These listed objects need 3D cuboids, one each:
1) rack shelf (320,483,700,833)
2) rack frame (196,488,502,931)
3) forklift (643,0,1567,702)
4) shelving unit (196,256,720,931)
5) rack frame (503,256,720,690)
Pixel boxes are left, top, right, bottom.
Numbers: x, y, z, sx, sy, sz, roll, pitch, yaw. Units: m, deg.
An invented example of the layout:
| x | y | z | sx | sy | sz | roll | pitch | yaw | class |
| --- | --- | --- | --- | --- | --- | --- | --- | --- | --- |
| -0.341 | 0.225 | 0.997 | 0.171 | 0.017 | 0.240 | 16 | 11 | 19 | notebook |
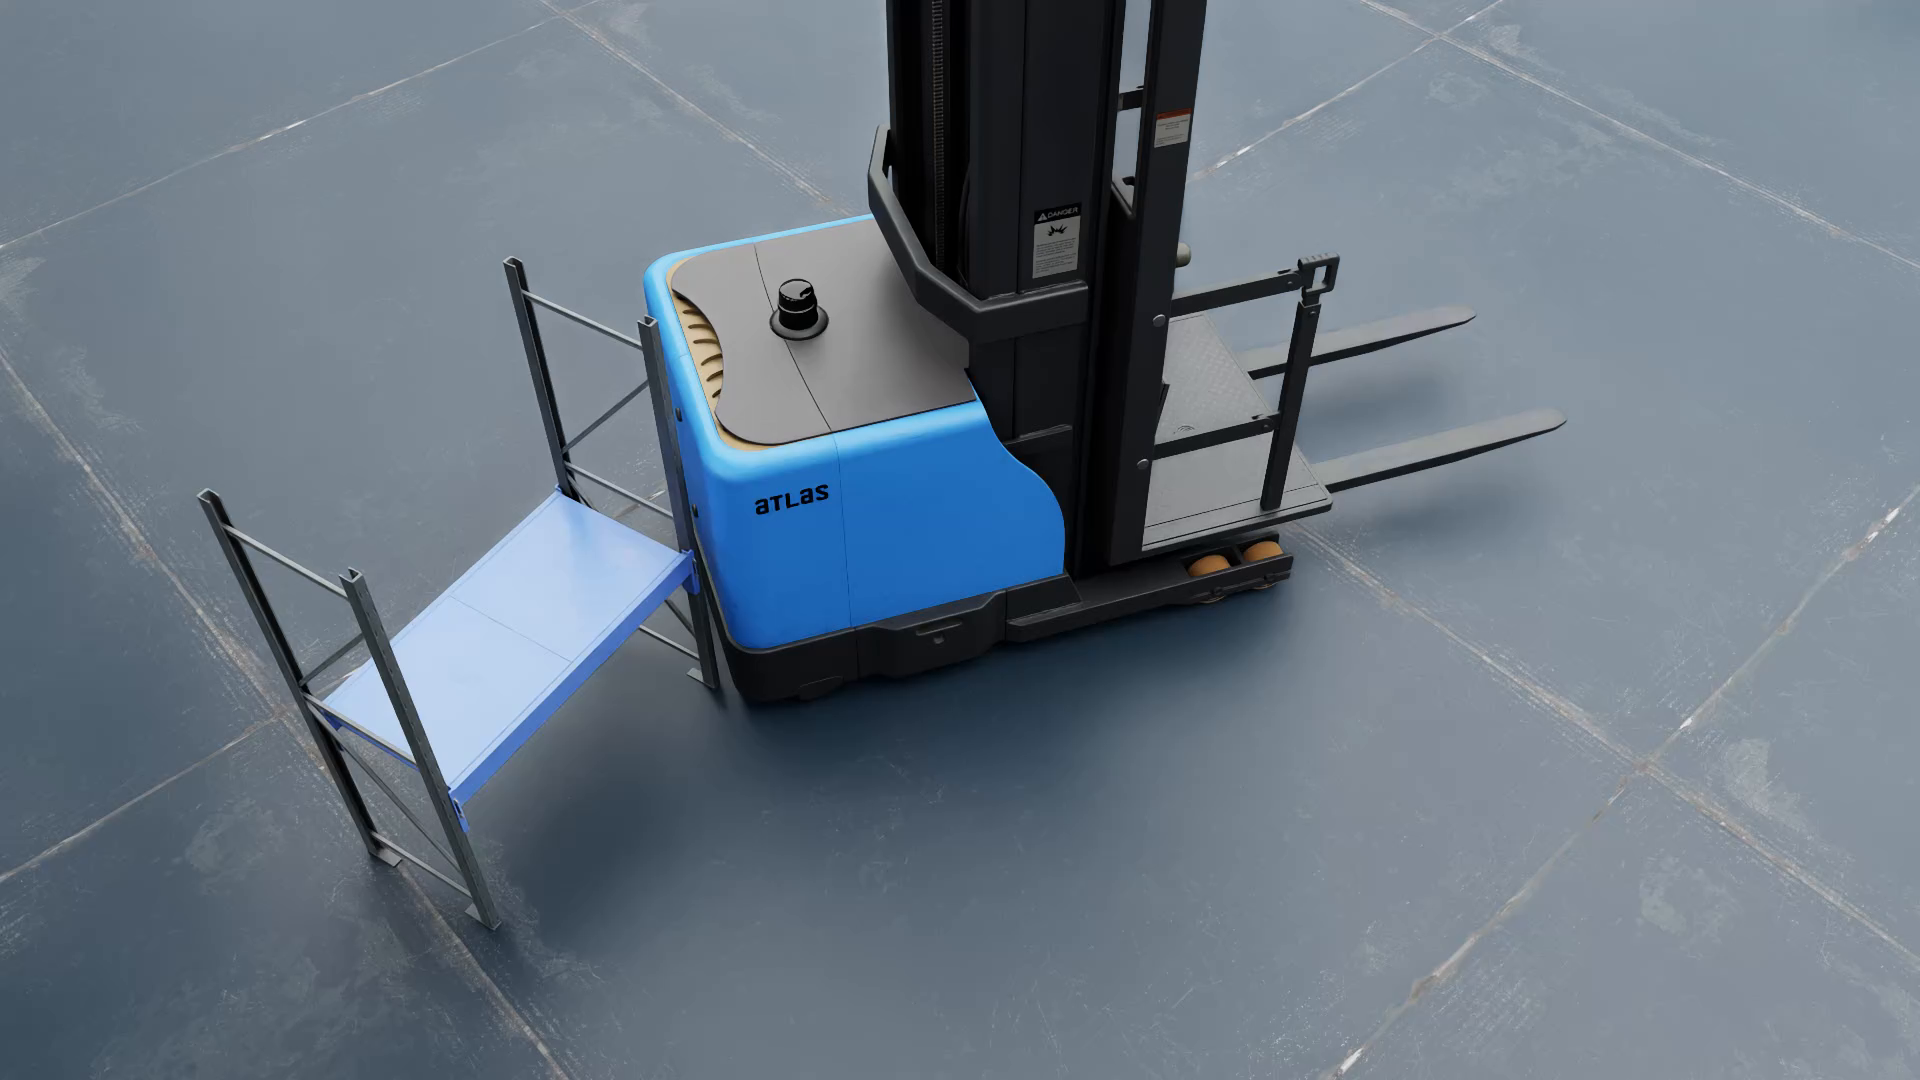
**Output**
| x | y | z | sx | sy | sz | roll | pitch | yaw | class |
| --- | --- | --- | --- | --- | --- | --- | --- | --- | --- |
| -1.257 | 0.301 | 4.697 | 0.538 | 0.185 | 1.000 | 25 | 52 | 21 | rack shelf |
| -1.527 | 0.495 | 4.272 | 0.500 | 1.500 | 0.032 | 25 | 52 | 21 | rack frame |
| 0.590 | -1.140 | 4.807 | 3.031 | 2.935 | 1.130 | -14 | 49 | -12 | forklift |
| -1.257 | 0.179 | 4.564 | 0.538 | 1.500 | 1.048 | 25 | 52 | 21 | shelving unit |
| -0.987 | -0.138 | 4.857 | 0.500 | 1.500 | 0.032 | 25 | 52 | 21 | rack frame |
